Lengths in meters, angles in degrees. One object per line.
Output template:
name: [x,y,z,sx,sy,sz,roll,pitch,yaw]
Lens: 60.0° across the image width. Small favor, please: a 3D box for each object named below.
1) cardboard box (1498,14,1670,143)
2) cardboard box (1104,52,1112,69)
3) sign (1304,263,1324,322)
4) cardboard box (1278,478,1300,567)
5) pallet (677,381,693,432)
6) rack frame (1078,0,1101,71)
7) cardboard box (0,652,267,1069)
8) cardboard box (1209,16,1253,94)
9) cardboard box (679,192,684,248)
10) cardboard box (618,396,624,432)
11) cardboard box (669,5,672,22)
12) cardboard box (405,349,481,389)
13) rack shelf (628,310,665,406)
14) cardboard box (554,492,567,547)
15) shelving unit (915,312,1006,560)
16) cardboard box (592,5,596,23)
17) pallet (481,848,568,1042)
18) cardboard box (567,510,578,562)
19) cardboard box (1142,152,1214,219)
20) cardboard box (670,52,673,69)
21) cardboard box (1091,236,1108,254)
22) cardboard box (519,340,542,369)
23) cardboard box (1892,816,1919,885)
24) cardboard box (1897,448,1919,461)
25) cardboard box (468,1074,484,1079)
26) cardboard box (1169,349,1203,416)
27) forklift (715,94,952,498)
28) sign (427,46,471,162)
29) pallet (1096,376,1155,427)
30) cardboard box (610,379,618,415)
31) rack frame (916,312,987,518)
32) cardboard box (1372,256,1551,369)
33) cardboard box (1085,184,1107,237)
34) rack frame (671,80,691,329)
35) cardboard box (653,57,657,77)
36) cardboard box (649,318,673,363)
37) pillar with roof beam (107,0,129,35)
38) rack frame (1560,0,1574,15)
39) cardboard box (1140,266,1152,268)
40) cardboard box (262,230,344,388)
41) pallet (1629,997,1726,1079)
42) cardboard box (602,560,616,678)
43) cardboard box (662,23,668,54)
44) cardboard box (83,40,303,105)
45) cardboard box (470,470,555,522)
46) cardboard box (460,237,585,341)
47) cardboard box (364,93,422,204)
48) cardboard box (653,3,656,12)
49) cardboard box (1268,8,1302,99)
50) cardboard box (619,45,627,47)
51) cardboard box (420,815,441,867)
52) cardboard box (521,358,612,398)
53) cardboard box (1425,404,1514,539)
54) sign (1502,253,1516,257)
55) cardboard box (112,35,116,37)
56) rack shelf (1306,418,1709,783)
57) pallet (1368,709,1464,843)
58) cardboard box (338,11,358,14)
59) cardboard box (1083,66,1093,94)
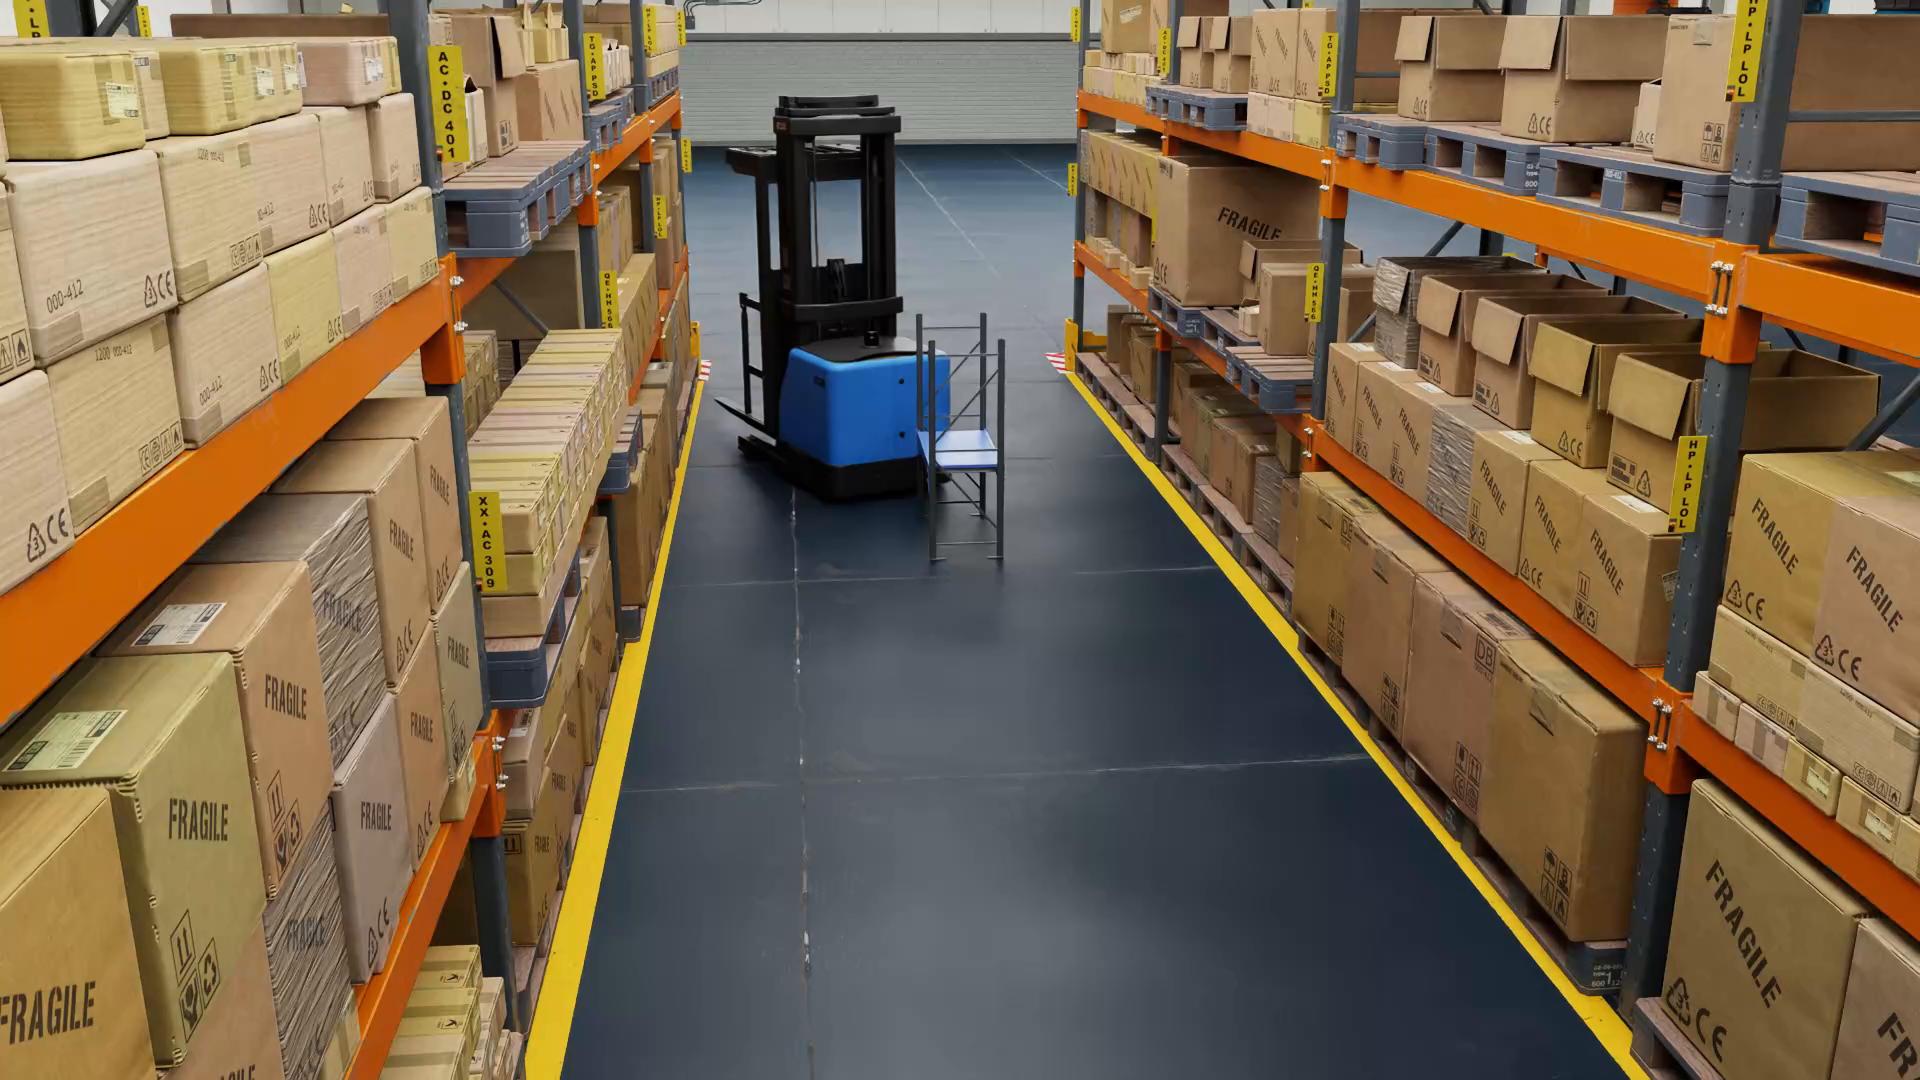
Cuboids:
cardboard box: [2.742,-1.951,7.002,0.797,0.503,0.637,-2,18,-6]
cardboard box: [1.541,-4.415,15.308,0.380,0.149,0.250,-2,18,-6]
sign: [1.972,-1.373,9.242,0.100,0.325,0.005,-2,18,-6]
cardboard box: [2.421,-0.094,10.408,0.700,0.500,0.500,-3,18,-9]
pallet: [-2.976,-1.209,15.177,1.003,0.211,1.213,-2,18,-6]
rack frame: [1.685,-6.124,16.159,1.000,3.000,0.127,-2,18,-6]
cardboard box: [-1.480,0.514,2.699,0.500,0.500,0.500,-2,18,-7]
cardboard box: [2.146,-3.327,11.384,0.797,0.503,0.637,-1,17,-3]
cardboard box: [-3.175,-3.101,16.295,0.875,0.550,0.550,-2,18,-6]
cardboard box: [-1.902,-0.629,8.390,0.380,0.149,0.250,-2,18,-6]
cardboard box: [-2.807,-4.760,15.044,0.380,0.149,0.250,-1,17,-5]
cardboard box: [-2.527,-0.822,8.014,0.380,0.149,0.250,-2,18,-6]
rack shelf: [-2.640,-1.007,11.079,1.077,0.370,4.000,-2,18,-6]
cardboard box: [-1.660,-0.071,6.117,0.380,0.149,0.250,-1,17,-4]
shelving unit: [-0.009,-0.741,11.533,0.538,1.500,1.048,-2,18,-6]
cardboard box: [-3.437,-4.666,14.744,0.380,0.149,0.250,-2,18,-7]
pallet: [-2.103,1.535,6.434,1.003,0.211,1.213,-2,18,-6]
cardboard box: [-1.685,-0.007,6.410,0.380,0.149,0.250,-2,18,-5]
cardboard box: [1.778,-2.862,13.452,0.500,0.500,0.500,-2,18,-6]
cardboard box: [-2.782,-4.306,14.928,0.380,0.149,0.250,-2,18,-6]
cardboard box: [1.495,-2.899,16.324,0.380,0.149,0.250,-2,18,-6]
cardboard box: [-2.211,-0.945,9.511,0.500,0.500,0.500,-2,17,-5]
cardboard box: [2.733,0.843,4.403,0.380,0.149,0.250,-2,18,-6]
cardboard box: [3.236,0.014,5.125,0.500,0.500,0.500,-1,17,-4]
cardboard box: [-1.587,1.698,4.821,0.380,0.149,0.250,-2,18,-8]
cardboard box: [2.030,-1.368,14.500,0.500,0.500,0.500,4,18,12]
forklift: [-1.201,-2.111,13.507,1.130,2.935,3.031,-9,20,-27]
sign: [-1.482,-1.260,4.812,0.100,0.325,0.005,-2,18,-6]
pallet: [1.864,-1.303,15.474,1.003,0.211,1.213,-2,18,-6]
cardboard box: [-1.871,-0.686,8.077,0.380,0.149,0.250,-1,17,-4]
rack frame: [-0.061,-0.892,12.016,0.500,1.500,0.032,-2,18,-6]
cardboard box: [2.570,-1.186,8.605,0.797,0.503,0.637,-1,17,-4]
cardboard box: [1.715,-3.286,16.474,0.875,0.500,0.500,-2,18,-6]
rack frame: [-3.259,-3.138,16.666,1.000,3.000,0.127,-2,18,-6]
cardboard box: [-2.574,-3.702,13.005,0.380,0.149,0.250,-2,18,-5]
cardboard box: [-2.841,-1.323,13.729,0.875,0.875,0.875,-2,17,-5]
pillar with roof beam: [-11.508,-10.924,31.448,9.100,9.000,0.400,-2,18,-6]
rack frame: [6.612,-6.277,16.647,1.000,3.000,0.127,-2,18,-6]
cardboard box: [1.770,-2.306,14.432,0.380,0.149,0.250,-2,18,-6]
cardboard box: [-1.609,-0.484,3.455,0.500,0.250,0.500,-2,18,-6]
pallet: [2.924,1.873,5.358,1.003,0.211,1.213,-2,18,-6]
cardboard box: [-2.106,0.425,8.786,0.500,0.500,0.500,-2,18,-6]
cardboard box: [-2.777,-4.302,14.250,0.500,0.250,0.500,-2,18,-5]
cardboard box: [-1.703,-1.035,3.708,0.380,0.149,0.250,-1,17,-4]
cardboard box: [-1.639,-0.142,5.846,0.380,0.149,0.250,-1,17,-4]
cardboard box: [-2.470,-1.414,9.336,0.700,0.500,0.500,-2,18,-6]
cardboard box: [-1.720,-1.032,4.363,0.500,0.250,0.500,-3,18,-8]
cardboard box: [-2.599,-4.157,13.122,0.380,0.149,0.250,-2,18,-6]
cardboard box: [2.149,-2.882,9.840,0.500,0.500,0.500,-2,18,-6]
cardboard box: [-2.614,-3.349,11.710,0.500,0.250,0.500,-2,17,-5]
cardboard box: [-1.656,0.790,4.574,0.380,0.149,0.250,-1,17,-3]
cardboard box: [-1.845,-0.755,7.799,0.380,0.149,0.250,-1,17,-4]
cardboard box: [2.451,-0.317,7.513,0.500,0.500,0.500,-2,18,-5]
sign: [3.062,-1.448,9.350,0.100,0.325,0.005,-2,18,-6]
cardboard box: [-7.855,-4.477,15.011,0.380,0.149,0.250,-1,17,-5]
rack shelf: [2.717,0.061,7.676,1.077,0.370,4.000,-2,18,-6]
pallet: [2.639,1.052,7.973,1.003,0.211,1.213,-2,18,-6]
cardboard box: [-2.547,-2.241,7.356,0.396,0.266,0.258,-2,18,-6]
cardboard box: [1.478,-4.469,16.148,0.500,0.250,0.500,-1,17,-4]
